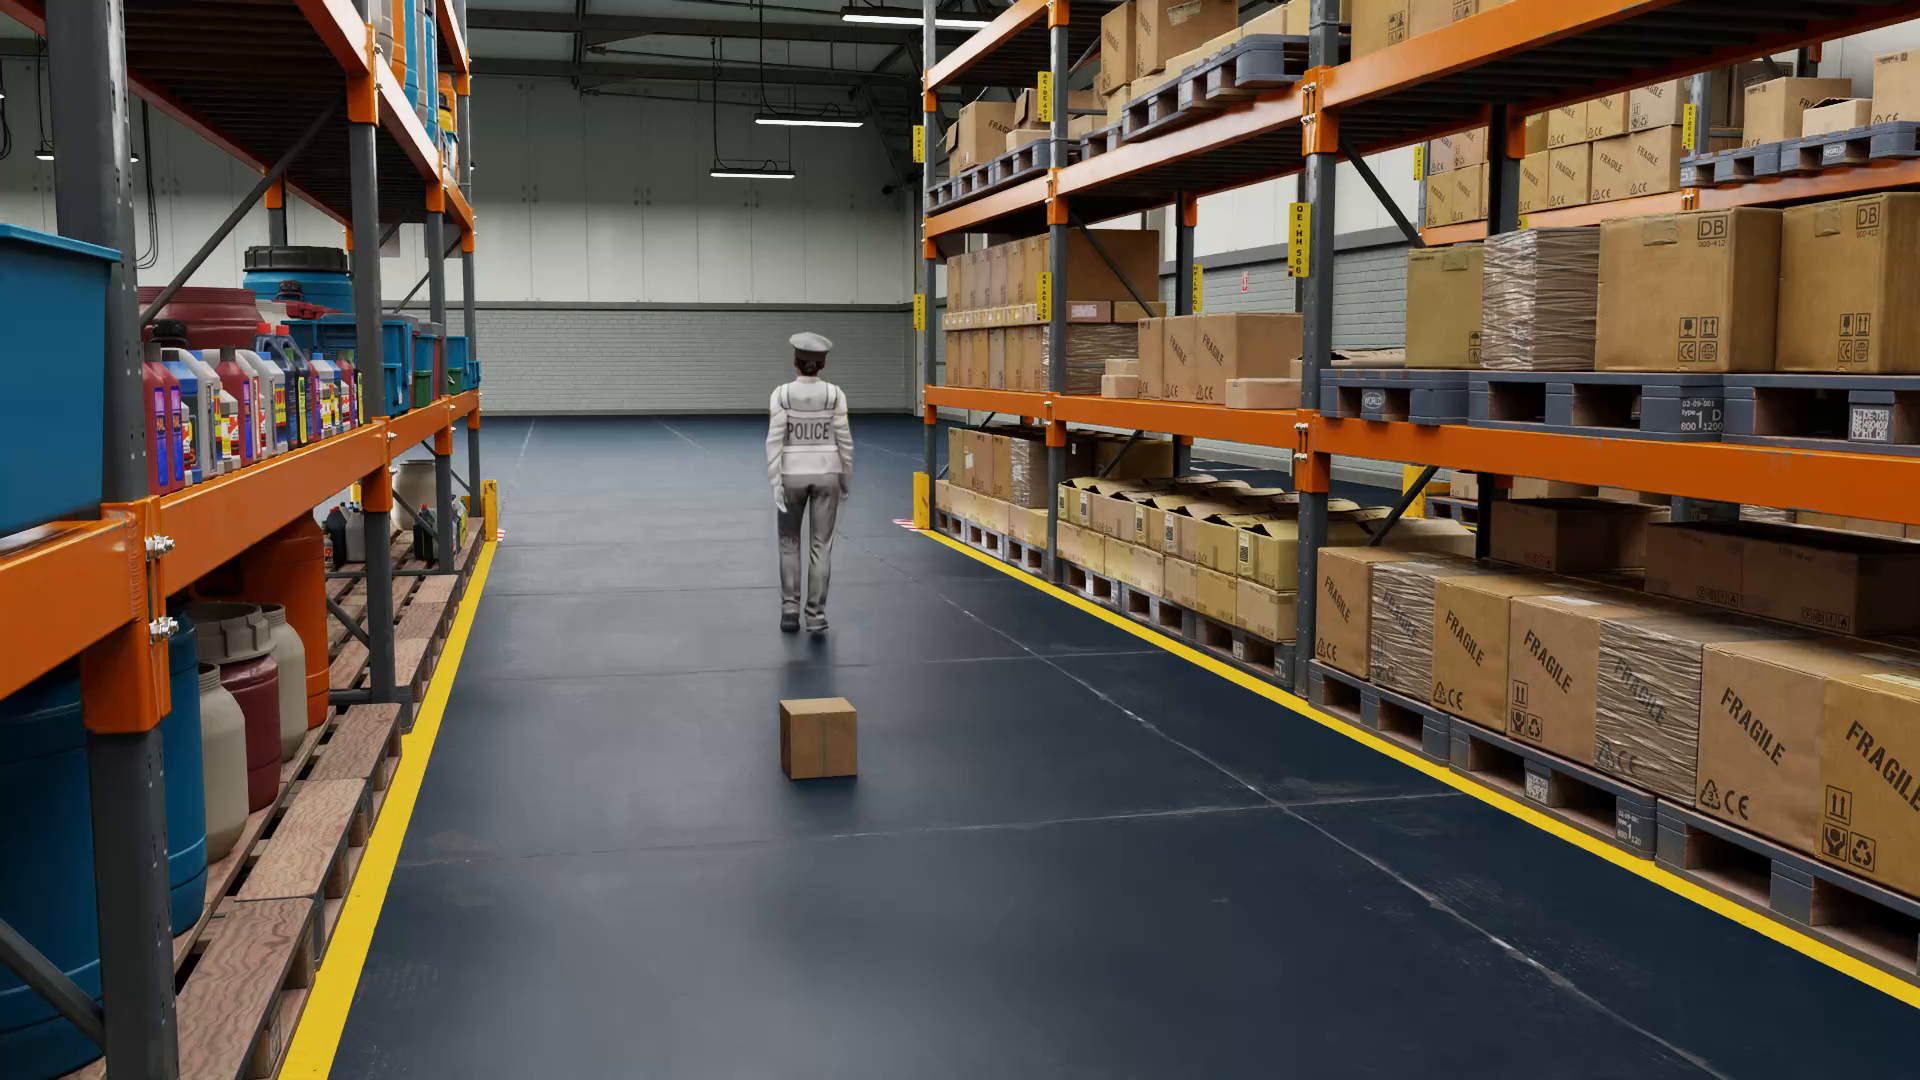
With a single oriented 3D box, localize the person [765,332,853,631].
[{"bbox_3d":[-0.849,-0.301,9.442,0.491,1.747,0.585,0,6,-3],"label":"person"}]
